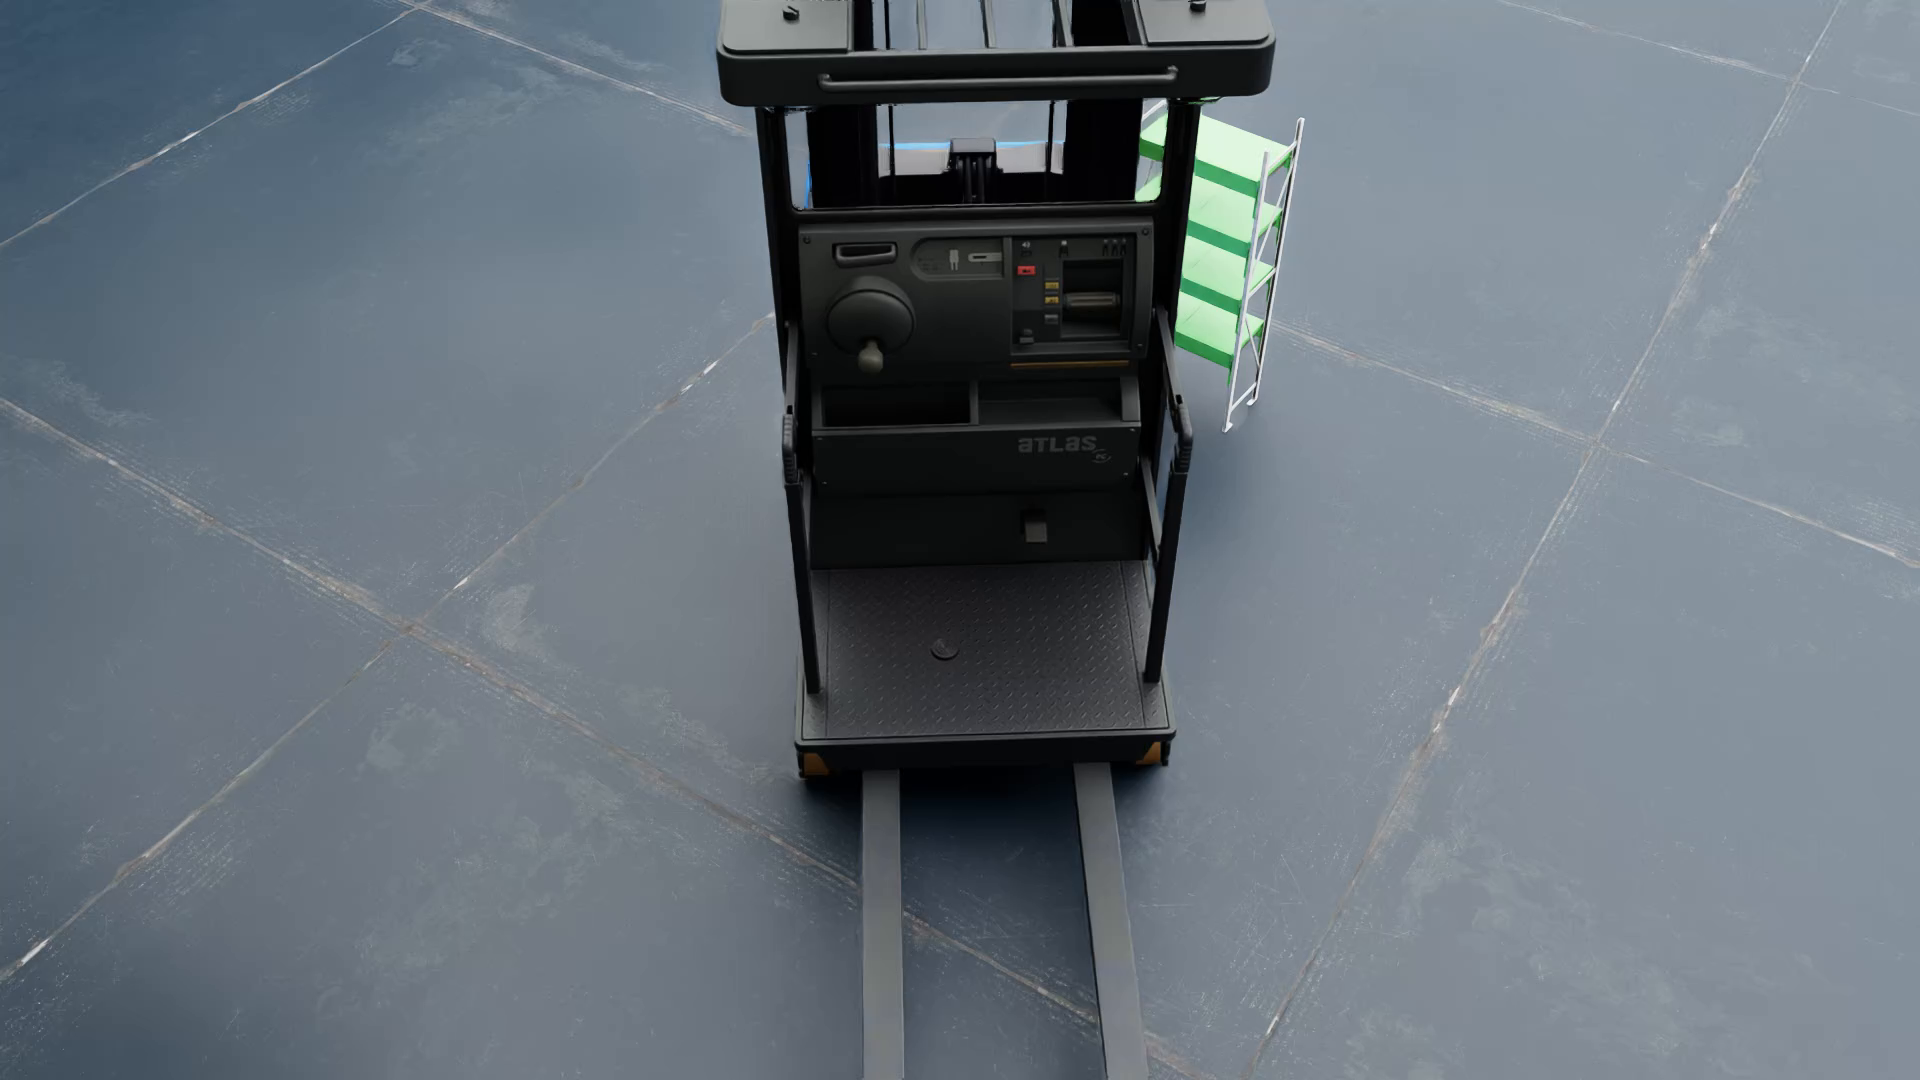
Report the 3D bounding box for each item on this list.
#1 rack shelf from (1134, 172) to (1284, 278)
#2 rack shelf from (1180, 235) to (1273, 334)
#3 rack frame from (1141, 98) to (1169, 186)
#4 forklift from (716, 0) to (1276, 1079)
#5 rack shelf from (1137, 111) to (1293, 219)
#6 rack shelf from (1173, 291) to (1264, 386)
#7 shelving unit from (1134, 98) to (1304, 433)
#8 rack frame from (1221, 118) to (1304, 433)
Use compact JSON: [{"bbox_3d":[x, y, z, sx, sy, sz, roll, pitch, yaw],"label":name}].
[{"bbox_3d":[0.847,-1.112,5.748,0.480,0.148,0.258,28,52,25],"label":"rack shelf"},{"bbox_3d":[0.847,-0.944,5.920,0.480,0.148,0.258,28,52,25],"label":"rack shelf"},{"bbox_3d":[0.651,-1.093,5.975,0.015,1.200,0.240,28,52,25],"label":"rack frame"},{"bbox_3d":[0.056,-0.549,4.240,1.130,2.935,3.031,-2,46,-2],"label":"forklift"},{"bbox_3d":[0.847,-1.279,5.576,0.480,0.148,0.258,28,52,25],"label":"rack shelf"},{"bbox_3d":[0.847,-0.777,6.092,0.480,0.148,0.258,28,52,25],"label":"rack shelf"},{"bbox_3d":[0.847,-0.989,5.874,0.503,1.200,0.258,28,52,25],"label":"shelving unit"},{"bbox_3d":[1.043,-0.885,5.773,0.015,1.200,0.240,28,52,25],"label":"rack frame"}]
